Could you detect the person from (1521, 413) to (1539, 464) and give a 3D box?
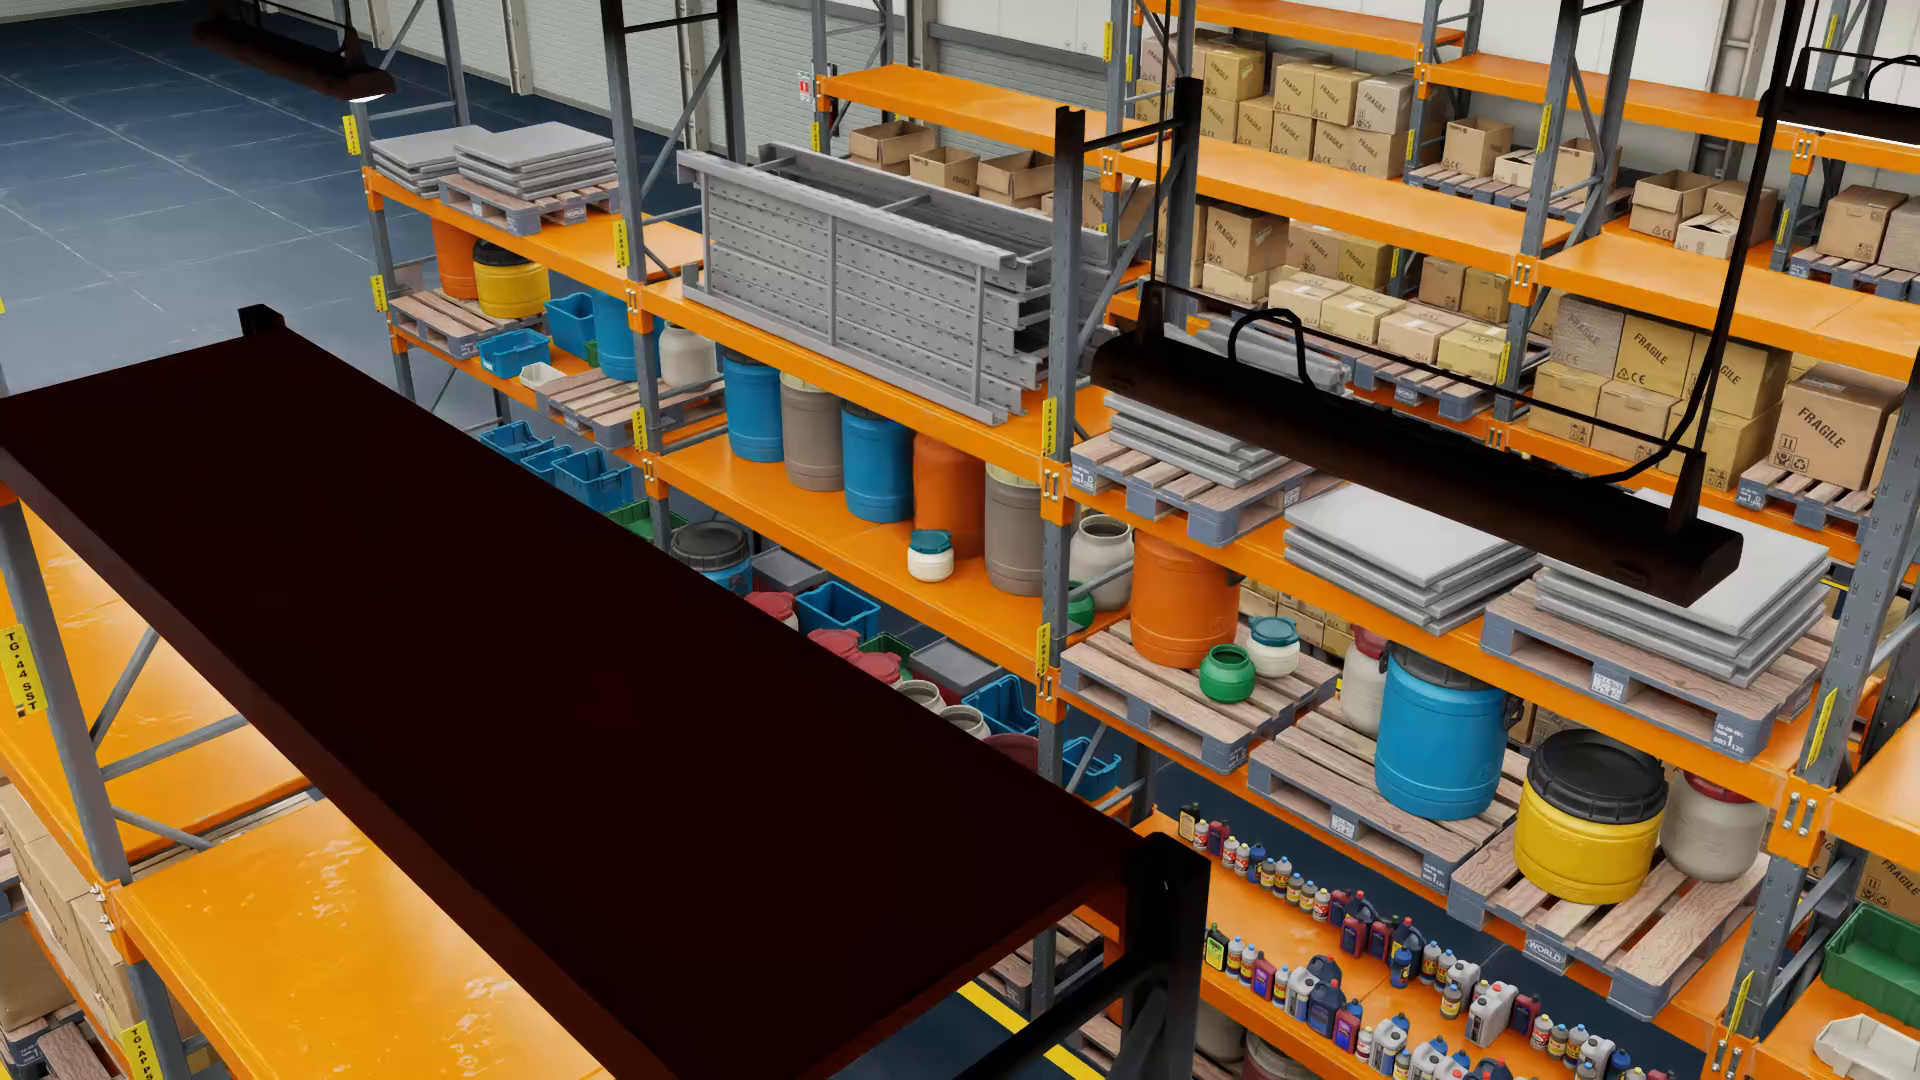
[{"bbox_3d":[5.438,-0.536,16.011,1.023,1.694,0.566,15,32,26],"label":"person"}]
